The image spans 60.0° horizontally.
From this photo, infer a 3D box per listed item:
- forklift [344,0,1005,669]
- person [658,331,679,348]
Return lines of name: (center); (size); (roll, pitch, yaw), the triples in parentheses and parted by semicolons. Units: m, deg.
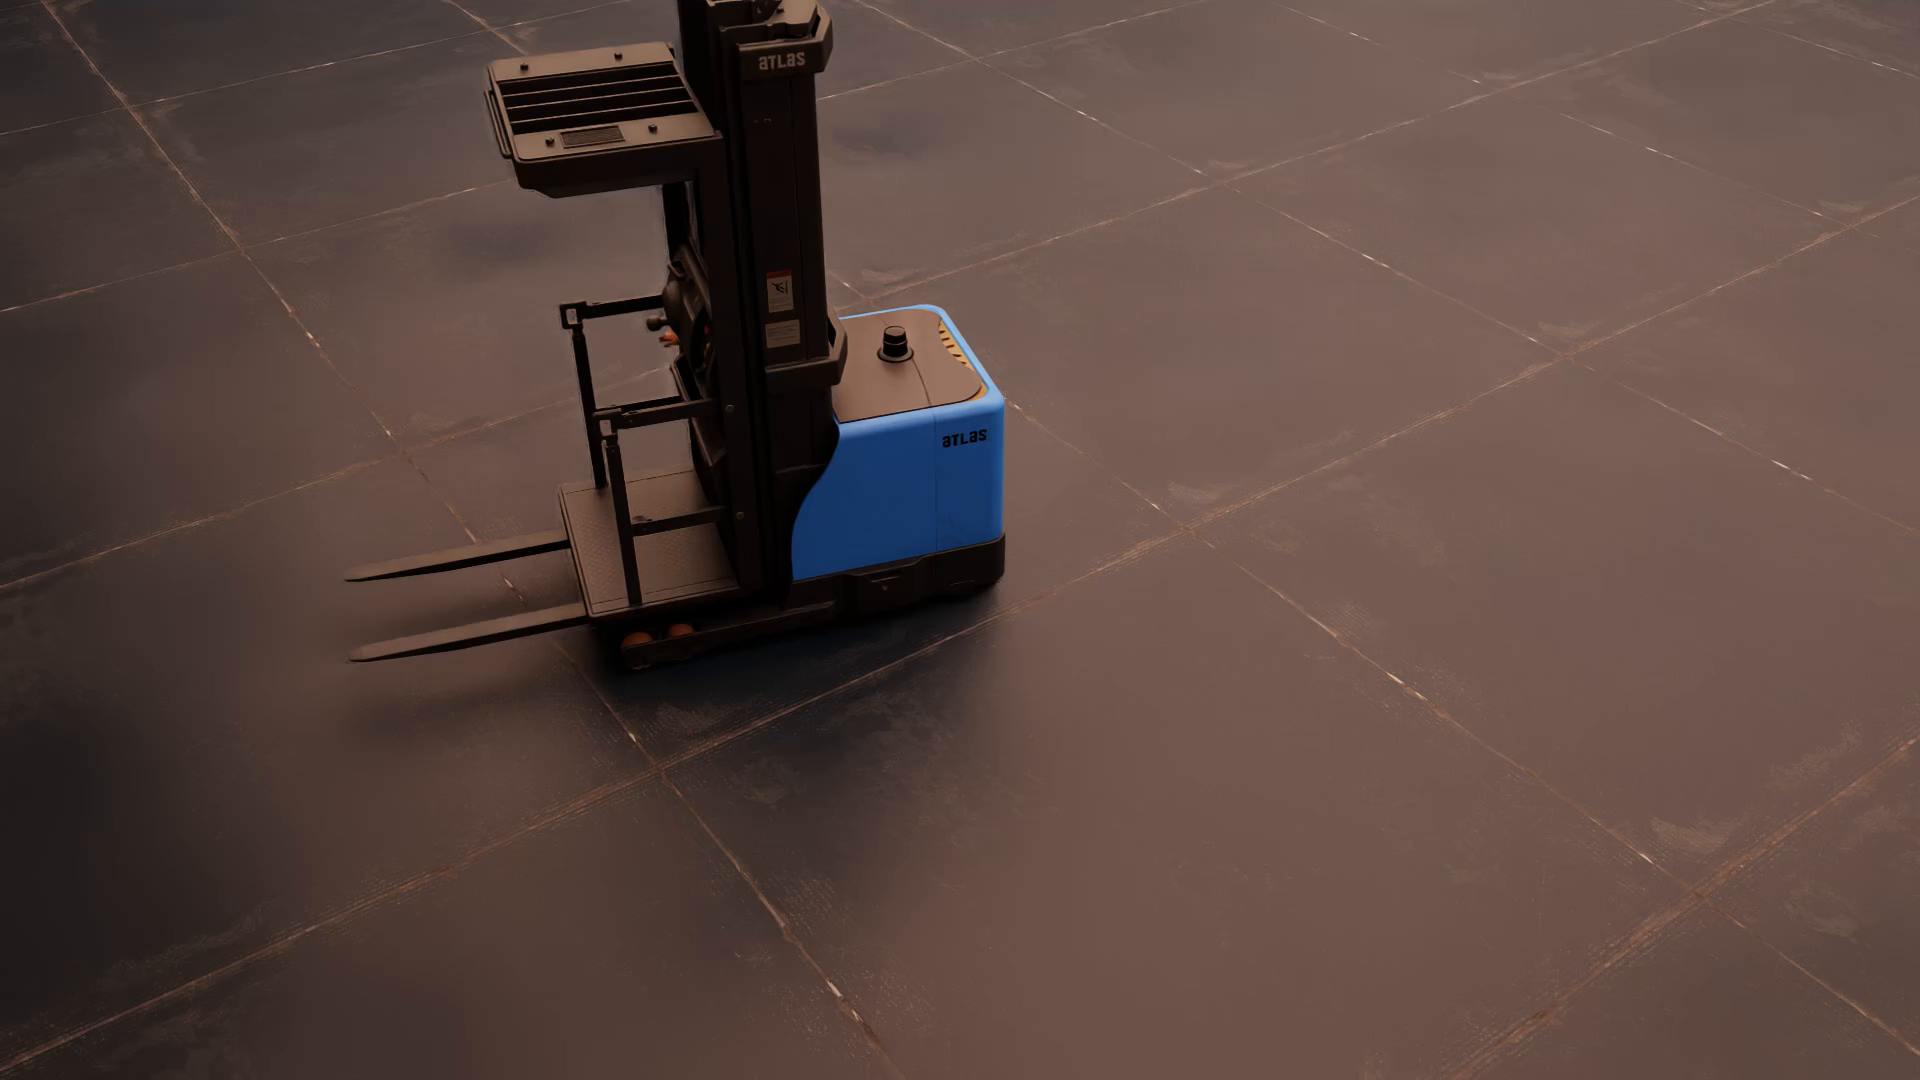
forklift: (-1.358, -0.942, 7.219); (3.031, 2.935, 1.130); (-11, 38, -15)
person: (-1.083, -0.957, 8.417); (1.042, 1.467, 0.827); (17, 40, 21)
